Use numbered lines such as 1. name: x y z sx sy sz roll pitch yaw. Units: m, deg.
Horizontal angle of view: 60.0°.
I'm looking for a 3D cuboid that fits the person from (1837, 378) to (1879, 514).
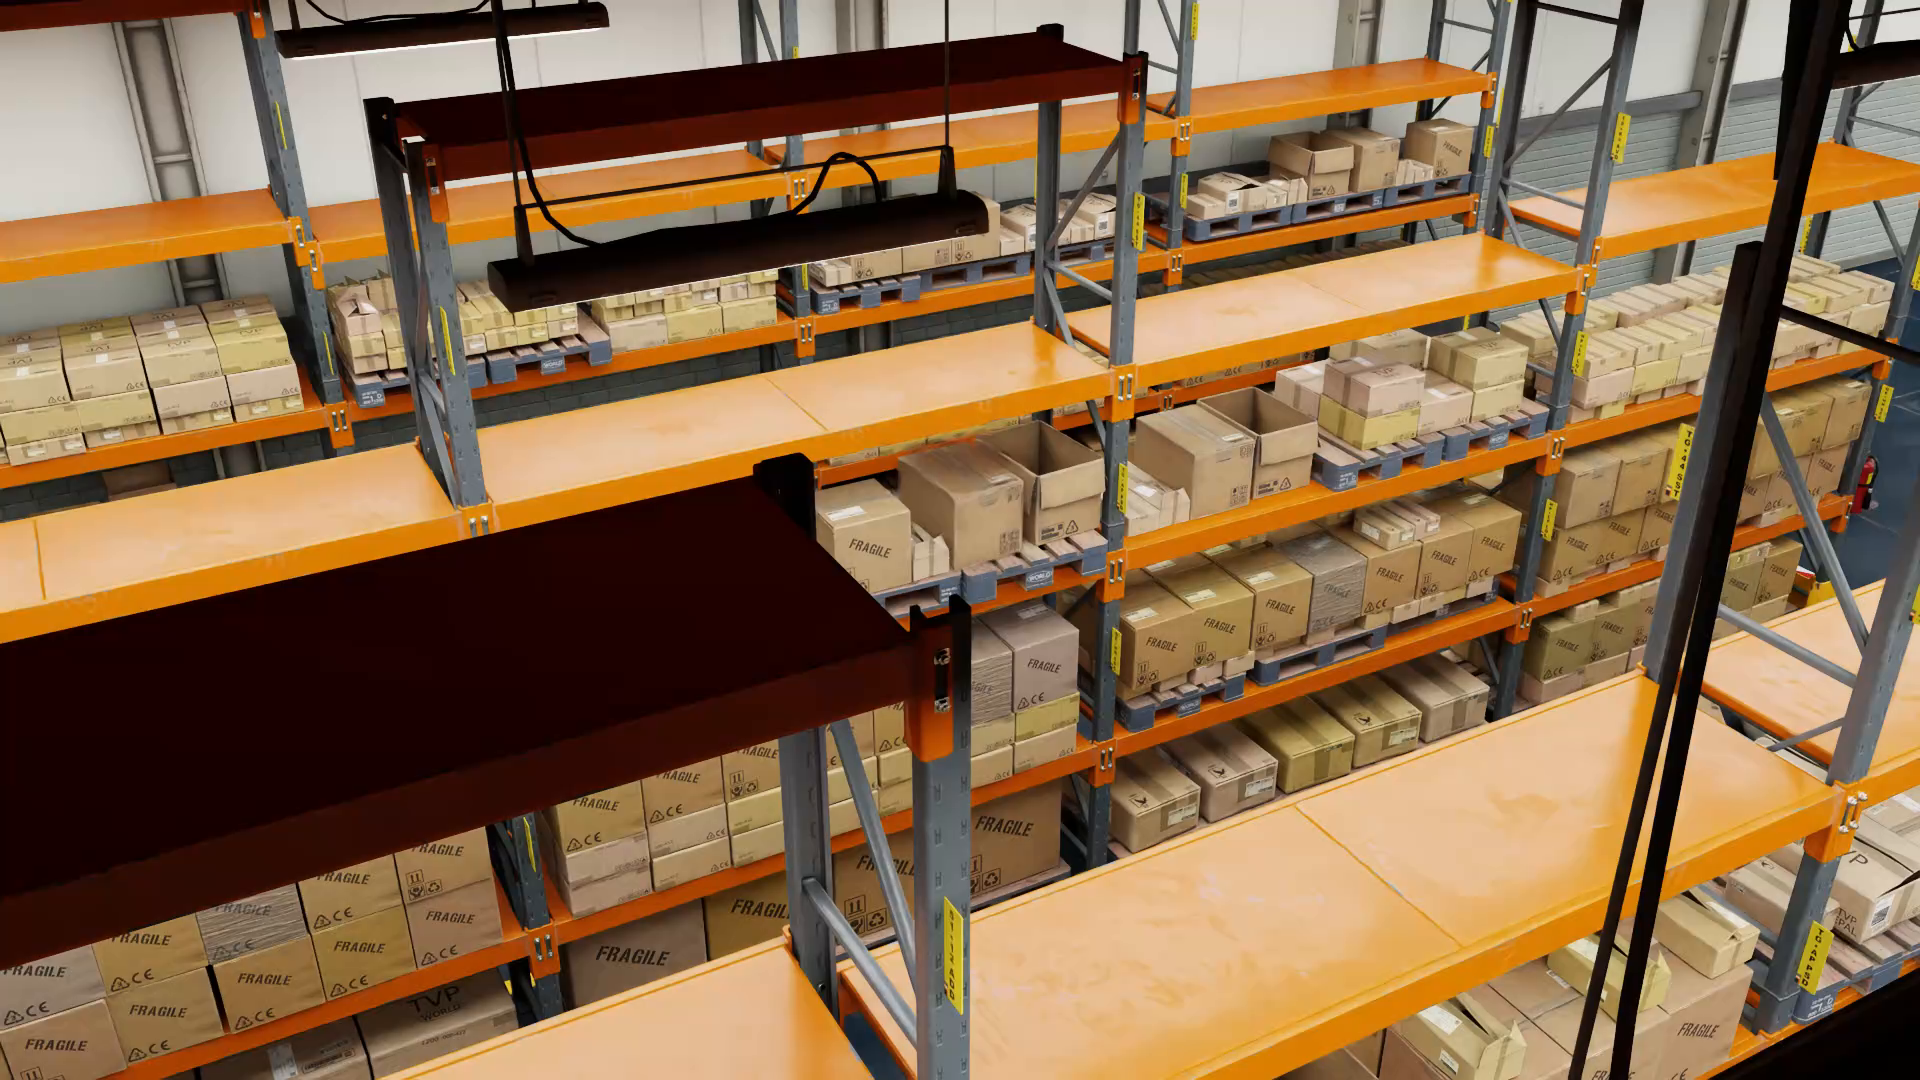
1. person: 9.051 -0.914 16.968 1.056 1.594 0.487 4 28 7
